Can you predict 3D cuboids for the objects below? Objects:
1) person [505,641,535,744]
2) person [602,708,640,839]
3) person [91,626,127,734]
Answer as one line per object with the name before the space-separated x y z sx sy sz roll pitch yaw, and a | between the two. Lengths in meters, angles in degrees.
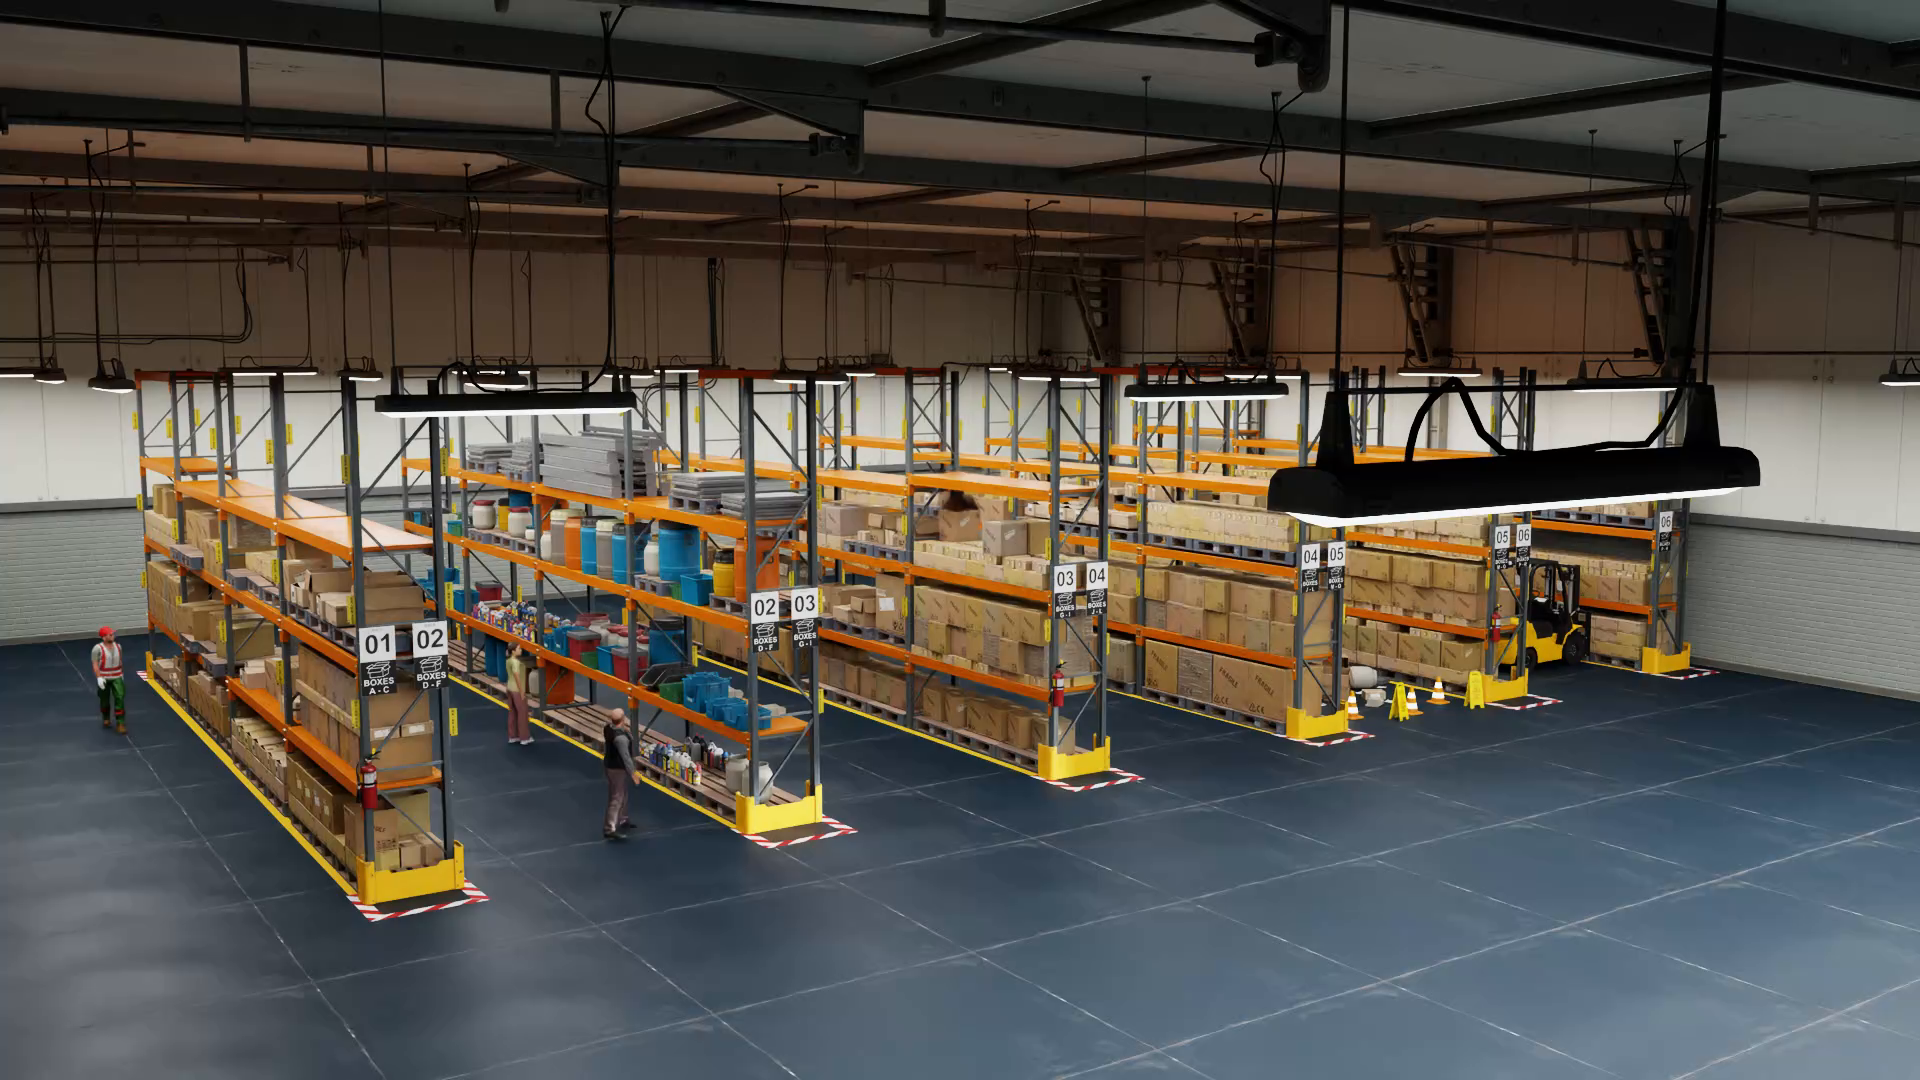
person | -7.119 2.460 26.878 0.421 1.670 0.506 -5 8 -39
person | -4.467 3.020 21.815 0.544 1.707 0.663 -3 7 -22
person | -14.218 2.312 27.789 0.503 1.749 0.994 -4 8 -34
